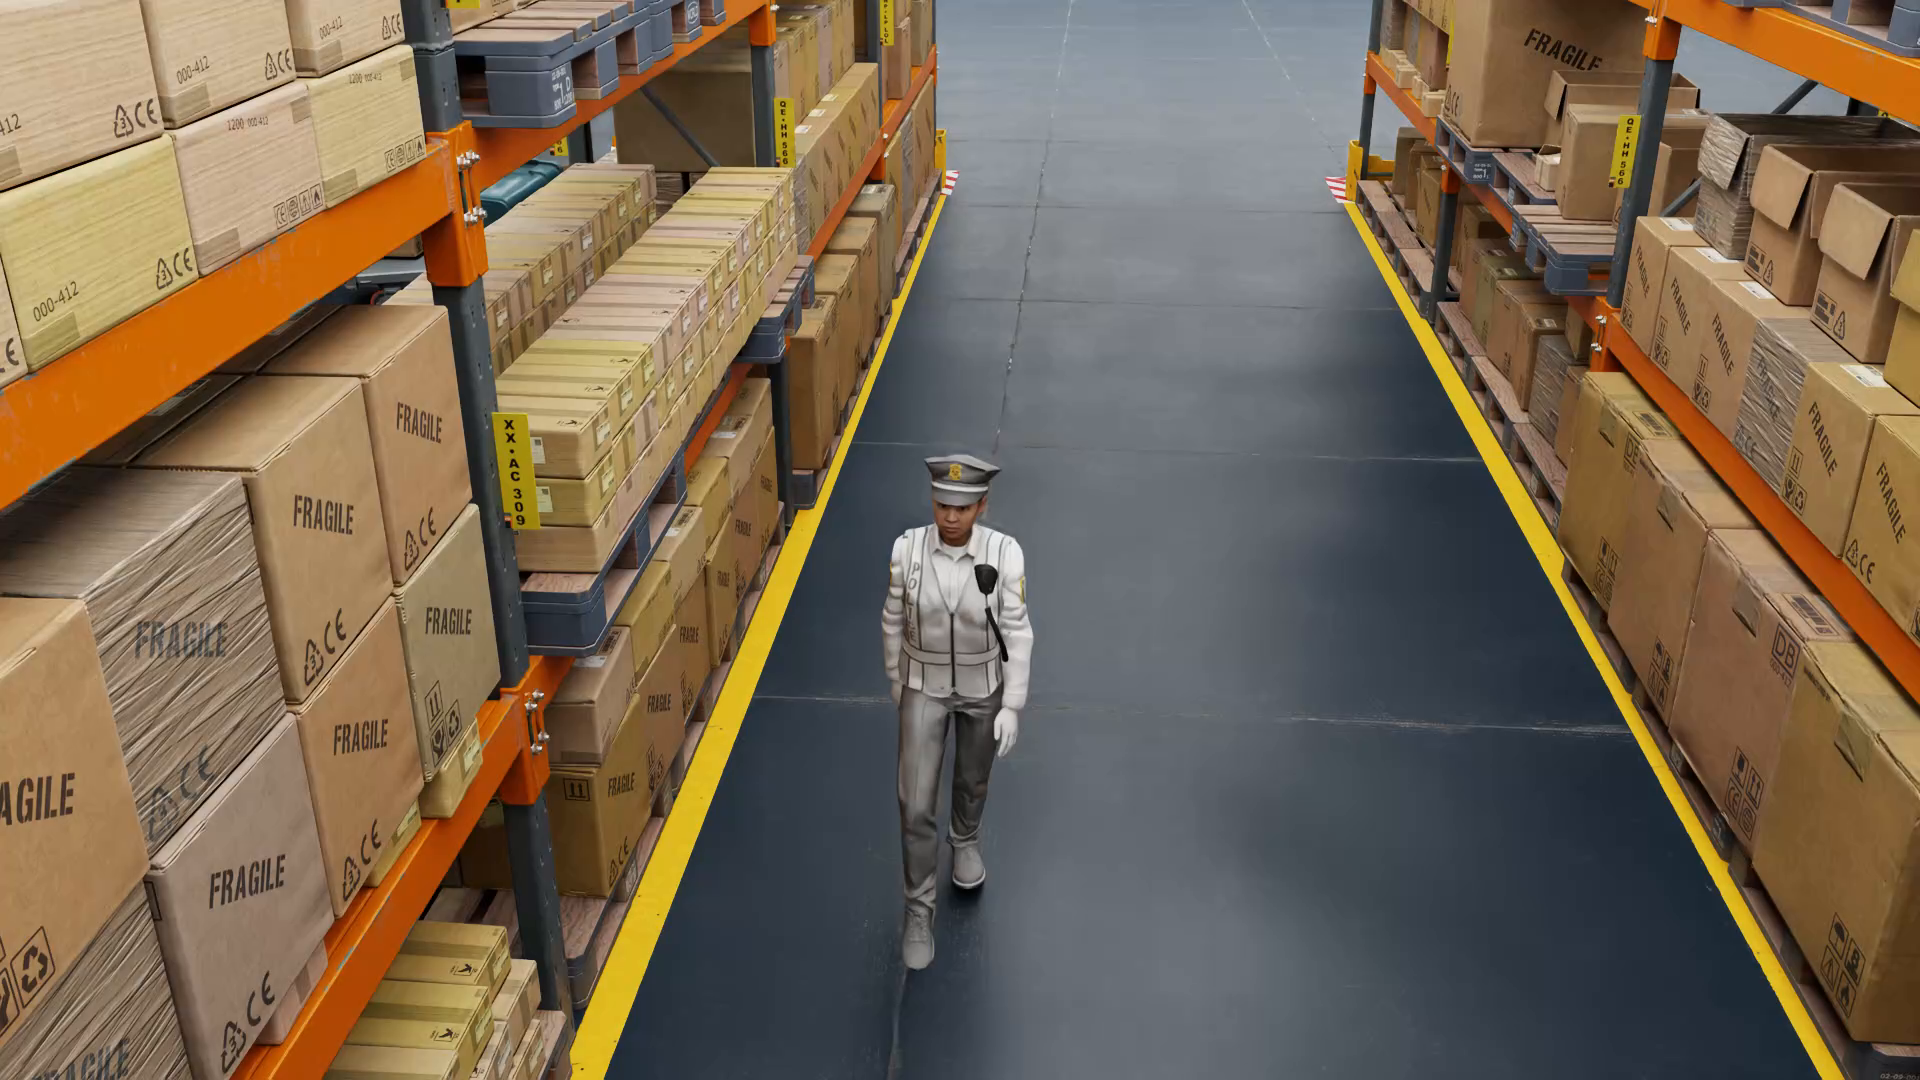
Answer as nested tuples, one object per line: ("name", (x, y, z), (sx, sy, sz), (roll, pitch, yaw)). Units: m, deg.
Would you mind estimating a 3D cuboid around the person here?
("person", (-0.012, 0.531, 5.449), (0.497, 1.737, 0.660), (0, 25, 1))
